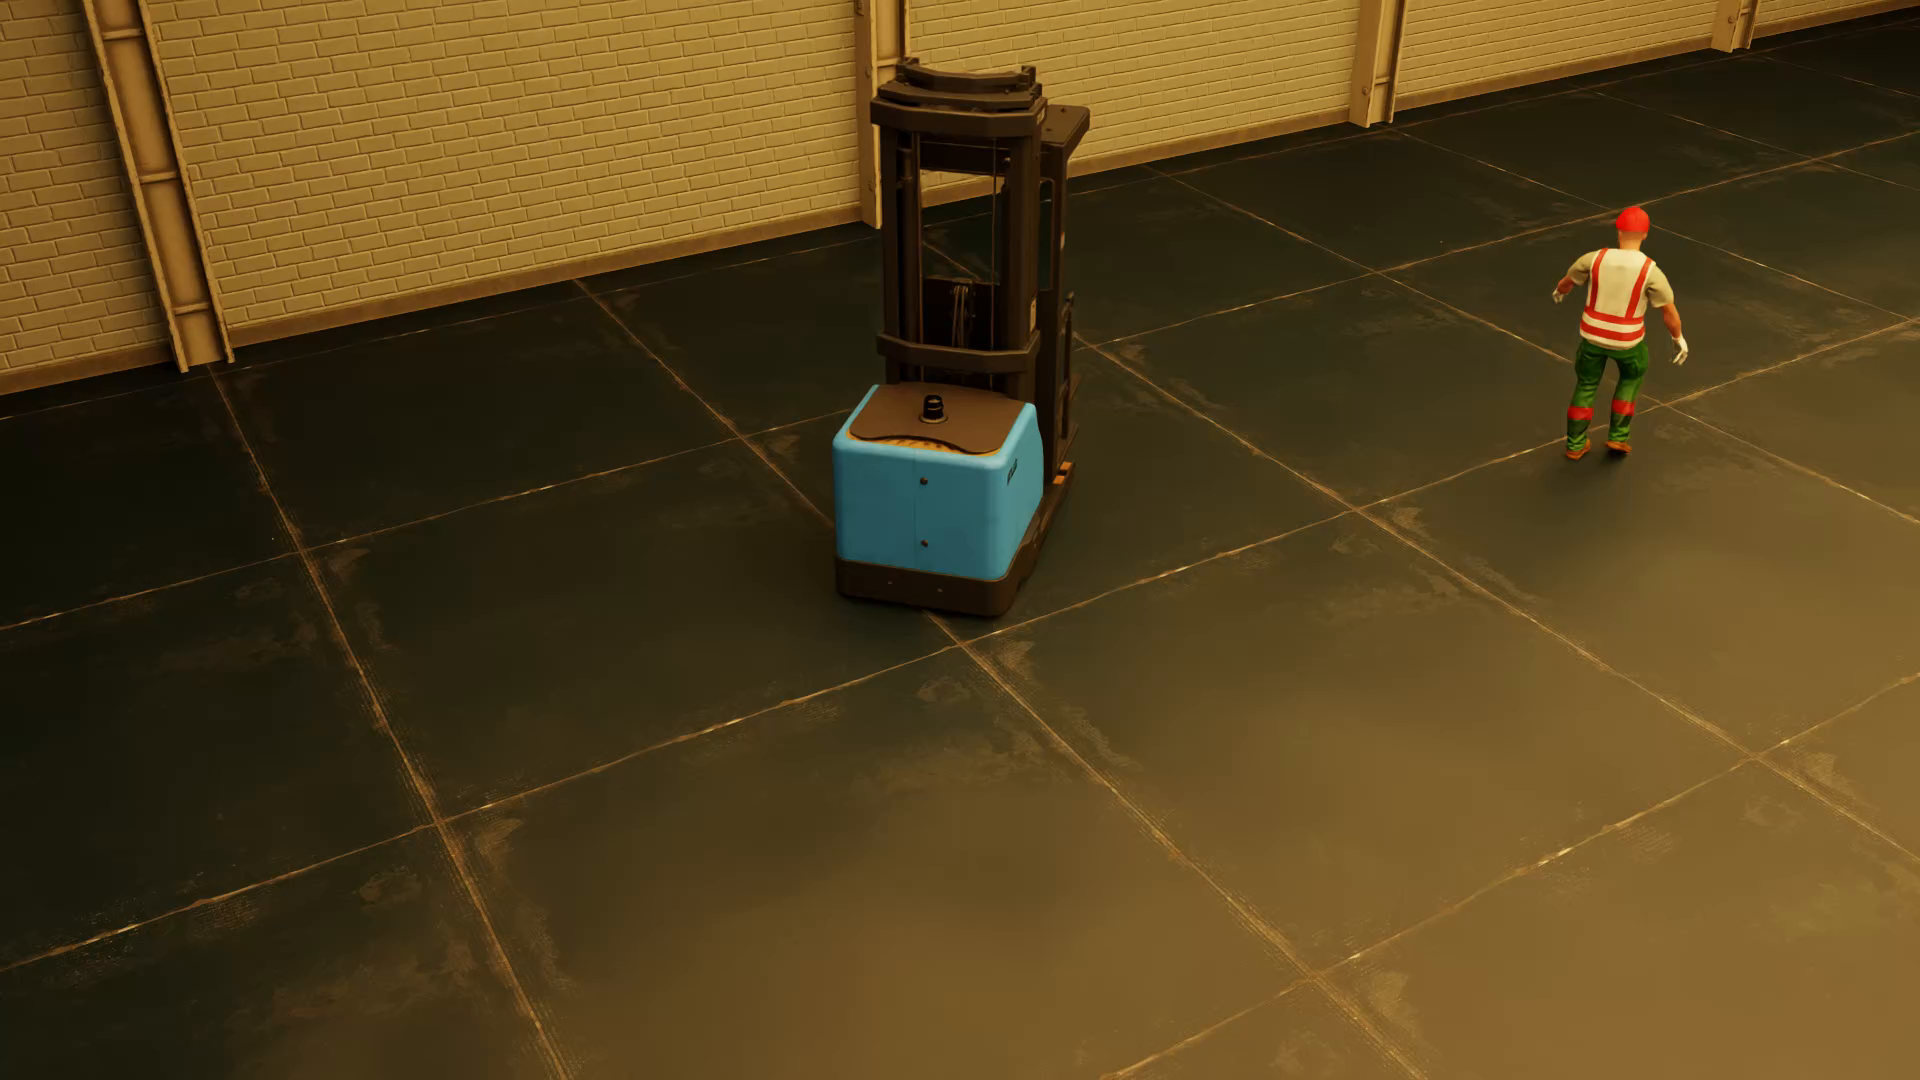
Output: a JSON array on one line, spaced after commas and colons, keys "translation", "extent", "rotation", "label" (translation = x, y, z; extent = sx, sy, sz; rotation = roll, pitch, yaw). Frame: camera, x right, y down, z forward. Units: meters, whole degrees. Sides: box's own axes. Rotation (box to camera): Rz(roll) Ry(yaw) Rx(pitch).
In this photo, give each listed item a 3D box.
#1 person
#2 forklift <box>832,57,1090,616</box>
[{"translation": [4.362, -1.361, 11.103], "extent": [0.966, 1.805, 0.502], "rotation": [22, 37, 32], "label": "person"}, {"translation": [0.145, -1.563, 10.256], "extent": [1.130, 2.935, 3.031], "rotation": [8, 32, 13], "label": "forklift"}]
